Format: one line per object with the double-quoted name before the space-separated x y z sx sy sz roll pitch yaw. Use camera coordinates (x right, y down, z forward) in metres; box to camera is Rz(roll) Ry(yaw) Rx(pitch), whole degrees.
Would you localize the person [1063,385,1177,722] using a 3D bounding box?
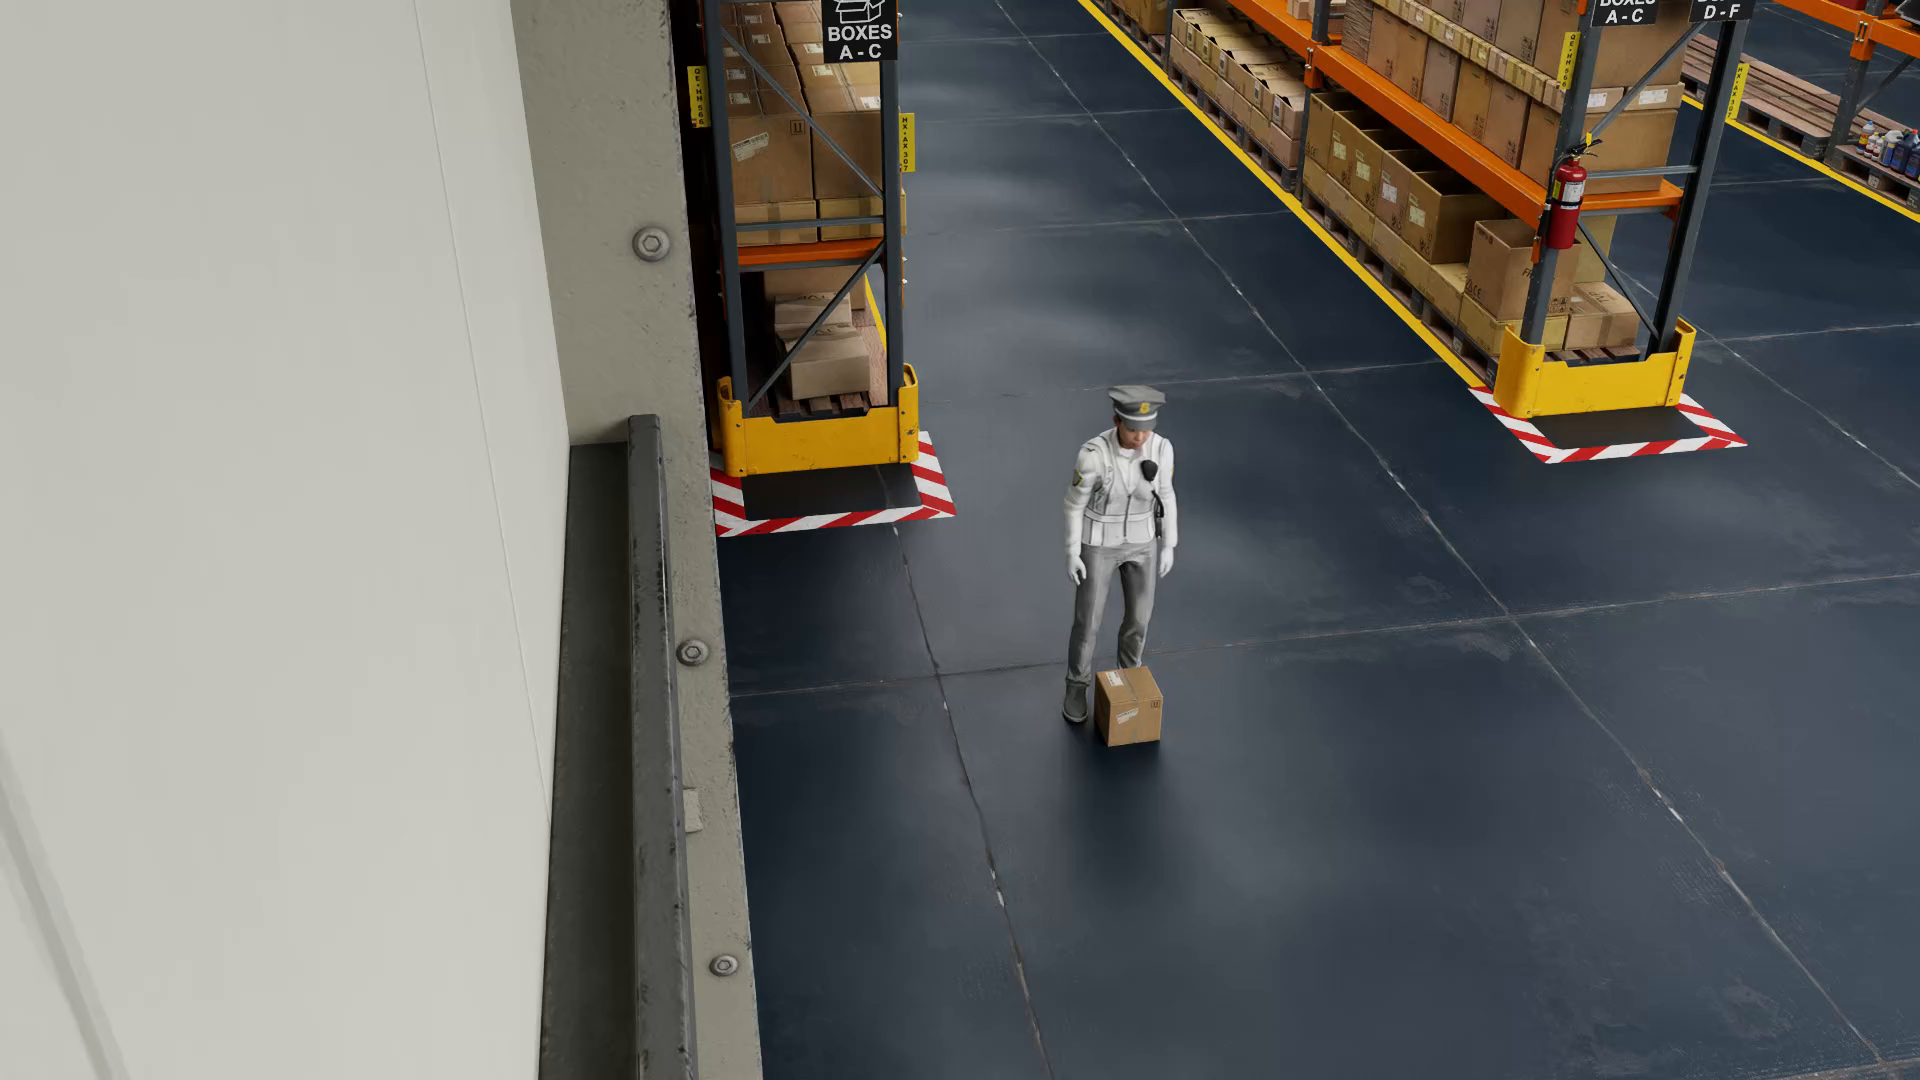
"person" 0.725 0.046 7.552 0.529 1.664 0.375 -5 31 -9
